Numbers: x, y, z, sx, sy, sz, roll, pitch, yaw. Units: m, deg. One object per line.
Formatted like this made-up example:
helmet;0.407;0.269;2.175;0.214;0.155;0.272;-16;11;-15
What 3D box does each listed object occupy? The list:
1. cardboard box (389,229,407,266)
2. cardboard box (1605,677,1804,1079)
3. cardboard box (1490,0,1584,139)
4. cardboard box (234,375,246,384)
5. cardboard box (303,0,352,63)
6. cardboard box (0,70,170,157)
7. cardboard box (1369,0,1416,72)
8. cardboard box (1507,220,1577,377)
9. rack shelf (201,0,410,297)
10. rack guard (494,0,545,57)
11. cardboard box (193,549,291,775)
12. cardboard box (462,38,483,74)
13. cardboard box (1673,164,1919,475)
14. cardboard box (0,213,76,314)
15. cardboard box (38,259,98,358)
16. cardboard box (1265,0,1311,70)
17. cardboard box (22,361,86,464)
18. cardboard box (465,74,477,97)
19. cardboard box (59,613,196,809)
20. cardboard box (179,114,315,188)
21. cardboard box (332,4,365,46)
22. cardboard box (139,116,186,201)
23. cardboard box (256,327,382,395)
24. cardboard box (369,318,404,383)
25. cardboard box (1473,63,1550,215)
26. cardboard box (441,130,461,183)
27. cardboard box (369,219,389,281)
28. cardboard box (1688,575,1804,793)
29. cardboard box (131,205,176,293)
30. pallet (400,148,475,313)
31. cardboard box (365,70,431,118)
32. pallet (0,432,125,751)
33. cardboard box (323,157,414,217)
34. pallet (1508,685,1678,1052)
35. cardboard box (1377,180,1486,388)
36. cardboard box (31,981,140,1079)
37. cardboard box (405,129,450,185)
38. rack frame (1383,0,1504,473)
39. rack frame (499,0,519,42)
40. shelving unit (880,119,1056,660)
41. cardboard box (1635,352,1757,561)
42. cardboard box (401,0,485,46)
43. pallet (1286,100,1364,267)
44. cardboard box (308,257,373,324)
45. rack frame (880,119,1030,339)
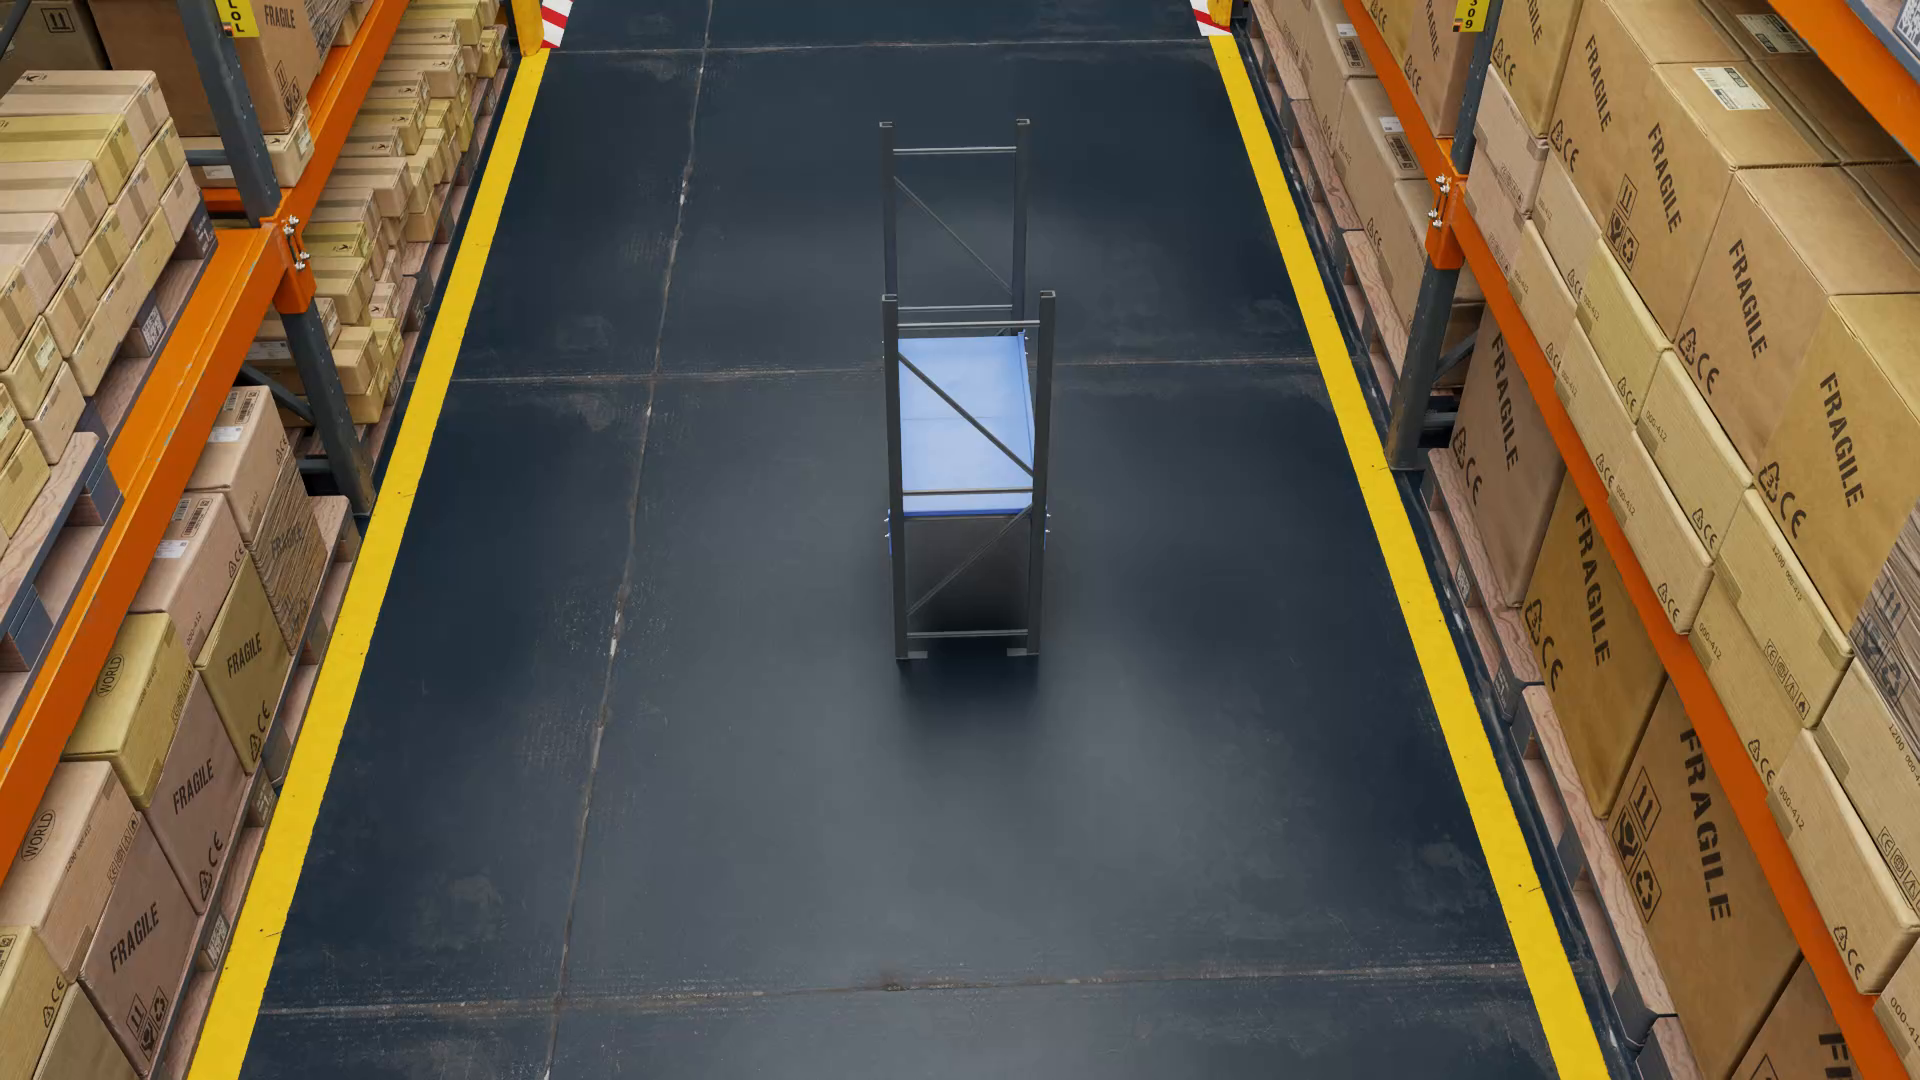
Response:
cardboard box;-2.627;-1.273;7.218;0.380;0.149;0.250;-3;43;-4
cardboard box;2.379;0.830;4.387;0.875;0.875;0.875;-1;43;-1
cardboard box;1.921;-1.528;4.884;0.500;0.500;0.500;-1;43;-1
cardboard box;-3.036;-0.755;6.652;0.380;0.149;0.250;-1;43;-1
cardboard box;-2.549;-2.040;5.961;0.500;0.500;0.500;-2;43;-2
cardboard box;-2.540;-1.234;4.811;0.380;0.149;0.250;0;43;0
cardboard box;1.887;-2.118;6.267;0.500;0.500;0.500;-3;43;-3
cardboard box;1.968;-0.719;4.926;0.500;0.250;0.500;-3;43;-3
rack shelf;-2.837;-2.303;7.075;1.077;0.370;4.000;-2;43;-2
rack guard;-2.918;-2.946;9.094;1.175;0.500;0.348;-2;43;-2
cardboard box;-2.447;0.387;5.146;0.500;0.500;0.500;-3;43;-3
cardboard box;-2.590;-2.433;8.263;0.380;0.149;0.250;-3;43;-4
cardboard box;2.017;-0.498;3.760;0.500;0.500;0.500;-2;43;-2
cardboard box;-2.507;-0.701;4.230;0.380;0.149;0.250;-2;43;-2
cardboard box;-2.501;-0.597;4.336;0.380;0.149;0.250;-3;43;-3
cardboard box;2.148;-2.896;8.775;0.875;0.438;0.875;-3;43;-3
cardboard box;-2.489;-0.317;4.251;0.380;0.149;0.250;-3;43;-4
cardboard box;-2.654;-2.321;8.362;0.380;0.149;0.250;-2;43;-2
cardboard box;-2.422;0.472;4.500;0.500;0.250;0.500;-3;43;-4
cardboard box;-2.437;-1.326;5.663;0.380;0.149;0.250;0;43;0
cardboard box;-2.537;-2.033;6.433;0.380;0.149;0.250;-1;43;-1
cardboard box;-2.538;-1.127;4.914;0.380;0.149;0.250;0;43;0
cardboard box;-2.447;-0.685;6.357;0.380;0.149;0.250;0;43;0
cardboard box;-2.457;-0.756;6.654;0.380;0.149;0.250;0;43;-1
cardboard box;1.927;-1.252;5.137;0.500;0.250;0.500;-3;43;-3
cardboard box;-2.565;-1.799;7.792;0.380;0.149;0.250;-1;43;-1
cardboard box;-2.603;-1.199;6.918;0.380;0.149;0.250;-4;43;-4
cardboard box;2.036;0.309;3.804;0.500;0.250;0.500;-2;43;-2
cardboard box;-2.525;-0.842;4.824;0.380;0.149;0.250;-1;43;-2
pallet;-2.870;-1.468;7.695;1.003;0.211;1.213;-2;43;-2
cardboard box;-2.640;-2.011;7.583;0.380;0.149;0.250;-3;43;-3
pallet;-2.707;0.218;3.934;1.003;0.211;1.213;-2;43;-2
cardboard box;-2.535;-1.486;7.010;0.380;0.149;0.250;-1;43;-1
pallet;2.352;0.944;5.064;1.003;0.211;1.213;-2;43;-2
cardboard box;2.270;-1.065;6.778;0.875;0.438;0.875;-2;43;-2
cardboard box;-2.382;1.425;4.015;0.500;0.500;0.500;-1;43;-1
cardboard box;-2.524;-1.725;7.491;0.380;0.149;0.250;-1;43;-1
rack frame;2.190;-1.428;5.588;1.000;3.000;0.127;-2;43;-2
rack frame;-2.922;-3.918;8.305;1.000;3.000;0.127;-2;43;-2
shelving unit;0.004;-0.495;5.680;0.538;1.500;1.048;-2;43;-2
cardboard box;1.995;-0.218;4.009;0.500;0.250;0.500;-3;43;-3
cardboard box;-2.555;-2.549;8.170;0.380;0.149;0.250;-3;43;-3
pallet;2.181;-1.741;7.994;1.003;0.211;1.213;-2;43;-2
cardboard box;-2.512;-0.967;6.444;0.380;0.149;0.250;0;43;0
rack frame;-0.018;-0.838;6.055;0.500;1.500;0.032;-2;43;-2
